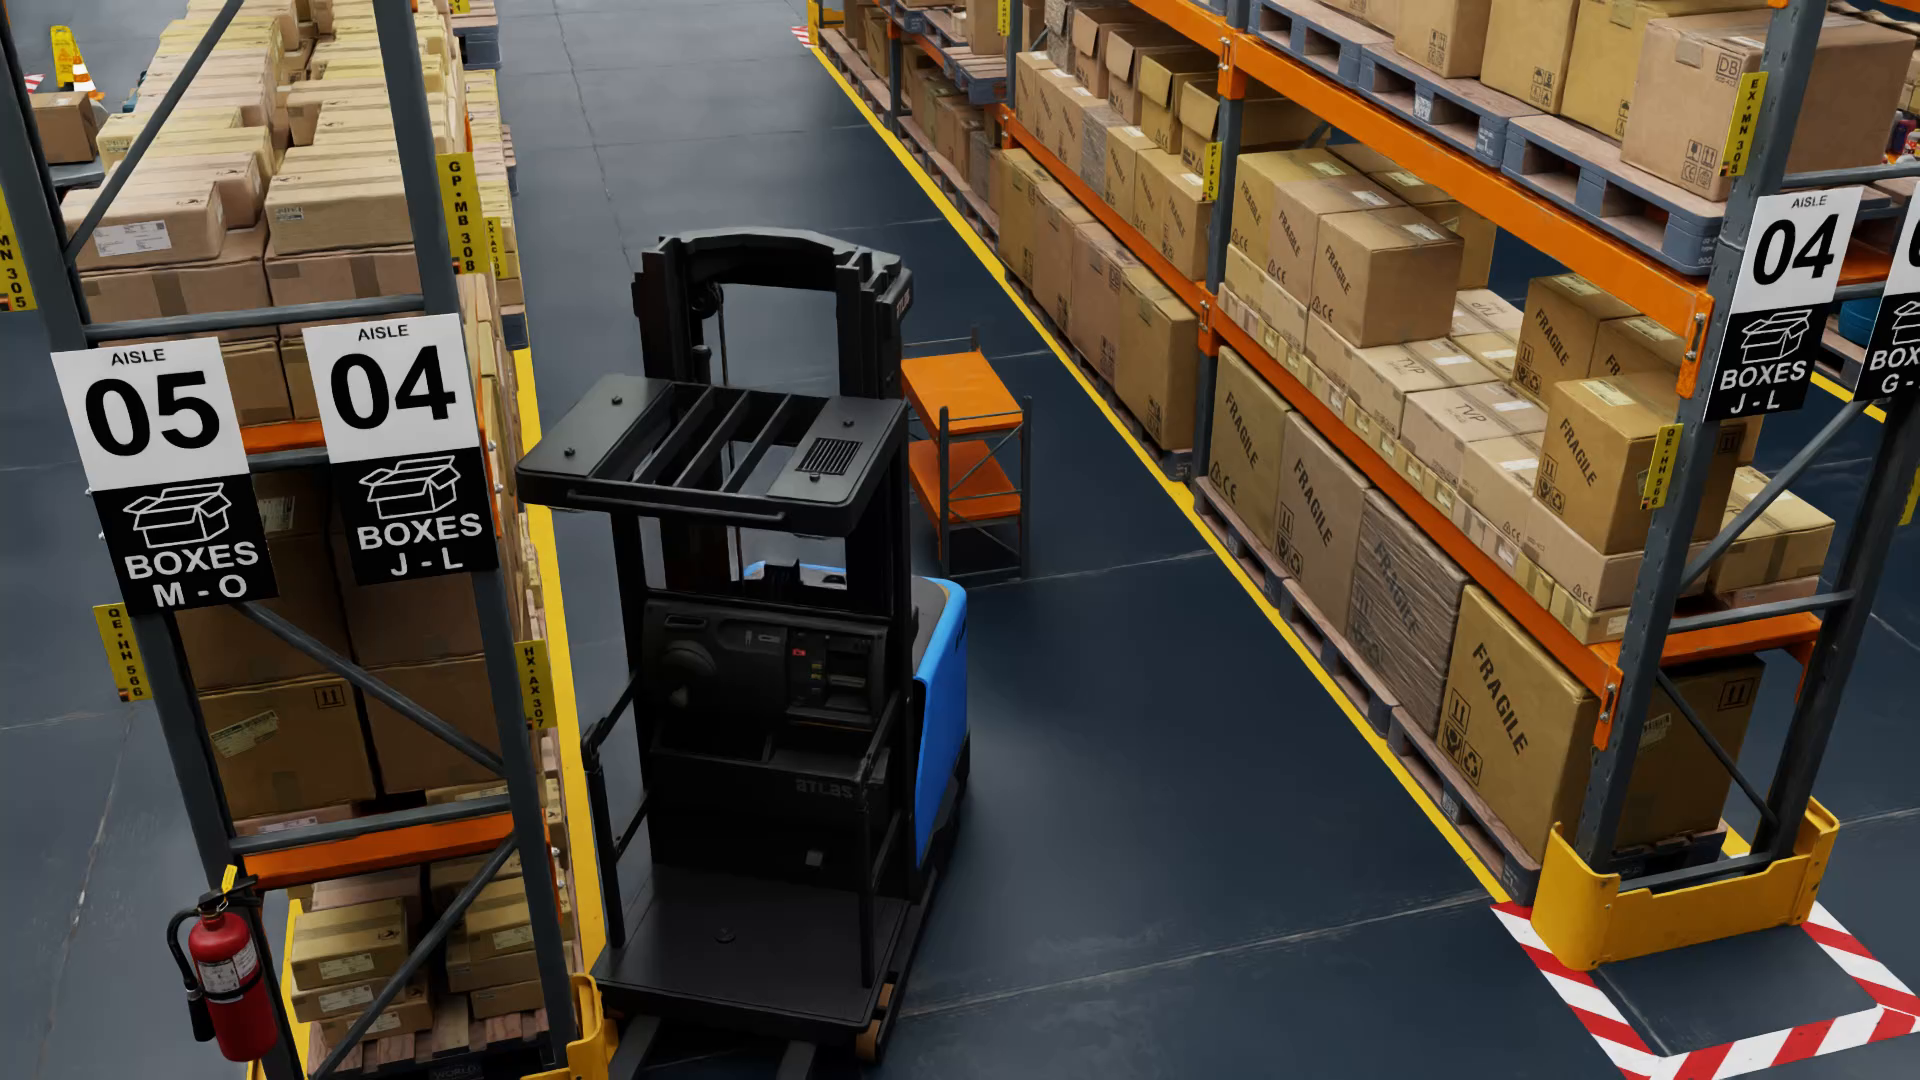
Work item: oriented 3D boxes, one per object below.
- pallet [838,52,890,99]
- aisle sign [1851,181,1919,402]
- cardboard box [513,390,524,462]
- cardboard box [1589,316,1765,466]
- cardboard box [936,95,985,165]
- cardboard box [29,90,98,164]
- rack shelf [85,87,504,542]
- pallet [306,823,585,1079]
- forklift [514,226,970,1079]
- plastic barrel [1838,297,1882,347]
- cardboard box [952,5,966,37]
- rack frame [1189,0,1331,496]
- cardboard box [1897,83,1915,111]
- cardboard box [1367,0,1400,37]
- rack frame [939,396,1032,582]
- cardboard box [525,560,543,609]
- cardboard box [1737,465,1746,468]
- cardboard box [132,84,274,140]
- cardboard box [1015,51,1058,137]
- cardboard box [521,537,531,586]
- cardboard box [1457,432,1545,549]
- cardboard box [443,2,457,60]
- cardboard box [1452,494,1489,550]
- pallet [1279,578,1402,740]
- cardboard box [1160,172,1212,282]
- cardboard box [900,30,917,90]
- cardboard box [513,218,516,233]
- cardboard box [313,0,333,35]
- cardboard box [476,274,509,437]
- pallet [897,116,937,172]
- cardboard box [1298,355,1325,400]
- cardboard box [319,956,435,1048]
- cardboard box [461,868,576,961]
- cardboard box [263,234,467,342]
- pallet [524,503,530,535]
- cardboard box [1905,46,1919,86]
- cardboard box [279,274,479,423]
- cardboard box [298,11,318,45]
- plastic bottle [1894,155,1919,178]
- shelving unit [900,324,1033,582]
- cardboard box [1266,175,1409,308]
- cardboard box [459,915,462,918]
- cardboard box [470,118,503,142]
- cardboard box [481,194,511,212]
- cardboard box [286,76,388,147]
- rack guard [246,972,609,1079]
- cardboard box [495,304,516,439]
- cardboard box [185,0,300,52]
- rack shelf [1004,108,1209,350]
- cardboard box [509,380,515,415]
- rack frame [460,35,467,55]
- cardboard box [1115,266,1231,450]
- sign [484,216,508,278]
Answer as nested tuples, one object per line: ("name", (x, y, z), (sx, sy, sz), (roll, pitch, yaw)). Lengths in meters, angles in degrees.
("pallet", (-0.747, -5.215, 18.549), (1.003, 0.211, 1.213), (-8, 31, -13))
("aisle sign", (3.287, -0.846, 5.622), (0.394, 0.787, 0.004), (-8, 31, -13))
("cardboard box", (-2.833, -0.529, 9.746), (0.500, 0.500, 0.500), (-7, 31, -11))
("cardboard box", (2.979, -0.613, 6.920), (0.500, 0.500, 0.500), (-9, 31, -14))
("cardboard box", (0.193, -3.818, 15.408), (0.700, 0.500, 0.500), (-11, 32, -18))
("cardboard box", (-8.053, -3.691, 14.872), (0.500, 0.500, 0.500), (-8, 31, -13))
("rack shelf", (-2.361, -1.058, 6.307), (1.077, 0.370, 4.000), (-8, 31, -13))
("pallet", (-2.032, 1.668, 6.658), (1.003, 0.211, 1.213), (-8, 31, -13))
("forklift", (-0.768, 0.509, 5.945), (1.130, 2.935, 3.031), (6, 31, 11))
("plastic barrel", (6.564, -1.845, 11.619), (0.600, 0.901, 0.708), (-8, 31, -13))
("cardboard box", (0.152, -4.473, 14.198), (0.396, 0.266, 0.258), (-9, 31, -15))
("rack frame", (1.917, -1.648, 9.603), (1.000, 3.000, 0.127), (-8, 31, -13))
("cardboard box", (9.761, -4.600, 17.029), (0.500, 0.250, 0.500), (-7, 31, -12))
("cardboard box", (2.321, -2.584, 7.607), (0.700, 0.500, 0.500), (-6, 31, -11))
("rack frame", (0.137, -0.238, 9.038), (0.500, 1.125, 0.032), (-8, 31, -13))
("cardboard box", (-2.330, 0.252, 8.450), (0.380, 0.149, 0.250), (-9, 31, -15))
("cardboard box", (2.967, -0.298, 7.123), (0.500, 0.250, 0.500), (-8, 31, -14))
("cardboard box", (-2.426, -1.348, 5.344), (0.380, 0.149, 0.250), (-9, 31, -14))
("cardboard box", (0.722, -3.352, 12.447), (0.500, 0.500, 0.500), (-7, 31, -12))
("cardboard box", (-2.368, 0.132, 8.360), (0.380, 0.149, 0.250), (-8, 31, -14))
("cardboard box", (2.460, -0.224, 6.995), (0.500, 0.250, 0.500), (-8, 31, -14))
("cardboard box", (-2.525, -2.298, 7.382), (0.500, 0.250, 0.500), (-9, 31, -16))
("cardboard box", (2.365, -0.103, 7.185), (0.380, 0.149, 0.250), (-7, 31, -12))
("pallet", (2.370, 0.527, 8.629), (1.003, 0.211, 1.213), (-8, 31, -13))
("cardboard box", (1.529, -1.881, 9.905), (0.500, 0.500, 0.500), (-8, 31, -13))
("cardboard box", (-0.434, -5.086, 17.618), (0.500, 0.500, 0.500), (2, 30, 3))
("cardboard box", (-2.829, -1.860, 9.801), (0.380, 0.149, 0.250), (-9, 31, -15))
("cardboard box", (-2.404, -2.163, 6.752), (0.380, 0.149, 0.250), (-7, 31, -12))
("cardboard box", (-2.089, -0.705, 6.578), (0.500, 0.500, 0.500), (-9, 31, -15))
("pallet", (0.001, -3.929, 16.327), (1.003, 0.211, 1.213), (-8, 31, -13))
("cardboard box", (1.954, -0.848, 8.471), (0.380, 0.149, 0.250), (-8, 31, -14))
("cardboard box", (-2.171, 1.720, 6.210), (0.380, 0.149, 0.250), (-7, 31, -12))
("cardboard box", (-1.642, 1.391, 6.185), (0.380, 0.149, 0.250), (-9, 31, -16))
("cardboard box", (-1.699, -0.806, 4.805), (0.500, 0.250, 0.500), (-7, 31, -12))
("pallet", (-3.100, -0.206, 9.895), (1.003, 0.211, 1.213), (-8, 31, -13))
("cardboard box", (9.755, -4.844, 16.890), (0.500, 0.311, 0.500), (-8, 31, -14))
("cardboard box", (-1.703, -0.589, 4.929), (0.500, 0.250, 0.500), (-7, 31, -12))
("cardboard box", (-2.868, -1.981, 6.835), (0.500, 0.250, 0.500), (-8, 31, -13))
("plastic bottle", (6.276, -2.400, 11.026), (0.152, 0.276, 0.135), (-8, 31, -13))
("shelving unit", (0.002, -0.484, 9.463), (0.538, 1.125, 1.048), (-8, 31, -13))
("cardboard box", (1.920, -1.532, 8.507), (0.500, 0.500, 0.500), (-8, 31, -13))
("cardboard box", (-1.809, 1.536, 6.529), (0.380, 0.149, 0.250), (-8, 31, -13))
("cardboard box", (-3.041, -2.499, 10.311), (0.380, 0.149, 0.250), (-6, 31, -11))
("cardboard box", (-2.633, -1.753, 9.022), (0.380, 0.149, 0.250), (-7, 31, -12))
("cardboard box", (-1.983, -1.408, 5.447), (0.380, 0.149, 0.250), (-7, 31, -12))
("rack guard", (-1.851, 1.940, 5.899), (1.175, 0.500, 0.348), (-8, 31, -13))
("cardboard box", (-2.355, -0.762, 7.676), (0.500, 0.500, 0.500), (-9, 31, -15))
("cardboard box", (-2.774, -1.983, 6.441), (0.380, 0.149, 0.250), (-9, 31, -15))
("rack shelf", (1.386, -2.302, 11.452), (1.077, 0.370, 4.000), (-8, 31, -13))
("cardboard box", (-2.417, -0.712, 8.236), (0.380, 0.149, 0.250), (-9, 31, -15))
("rack frame", (-3.954, -2.969, 11.885), (1.000, 3.000, 0.127), (-8, 31, -13))
("cardboard box", (1.727, -1.216, 10.559), (1.225, 0.875, 0.875), (-8, 31, -13))
("sign", (-2.371, -1.488, 8.462), (0.100, 0.325, 0.005), (-8, 31, -13))
